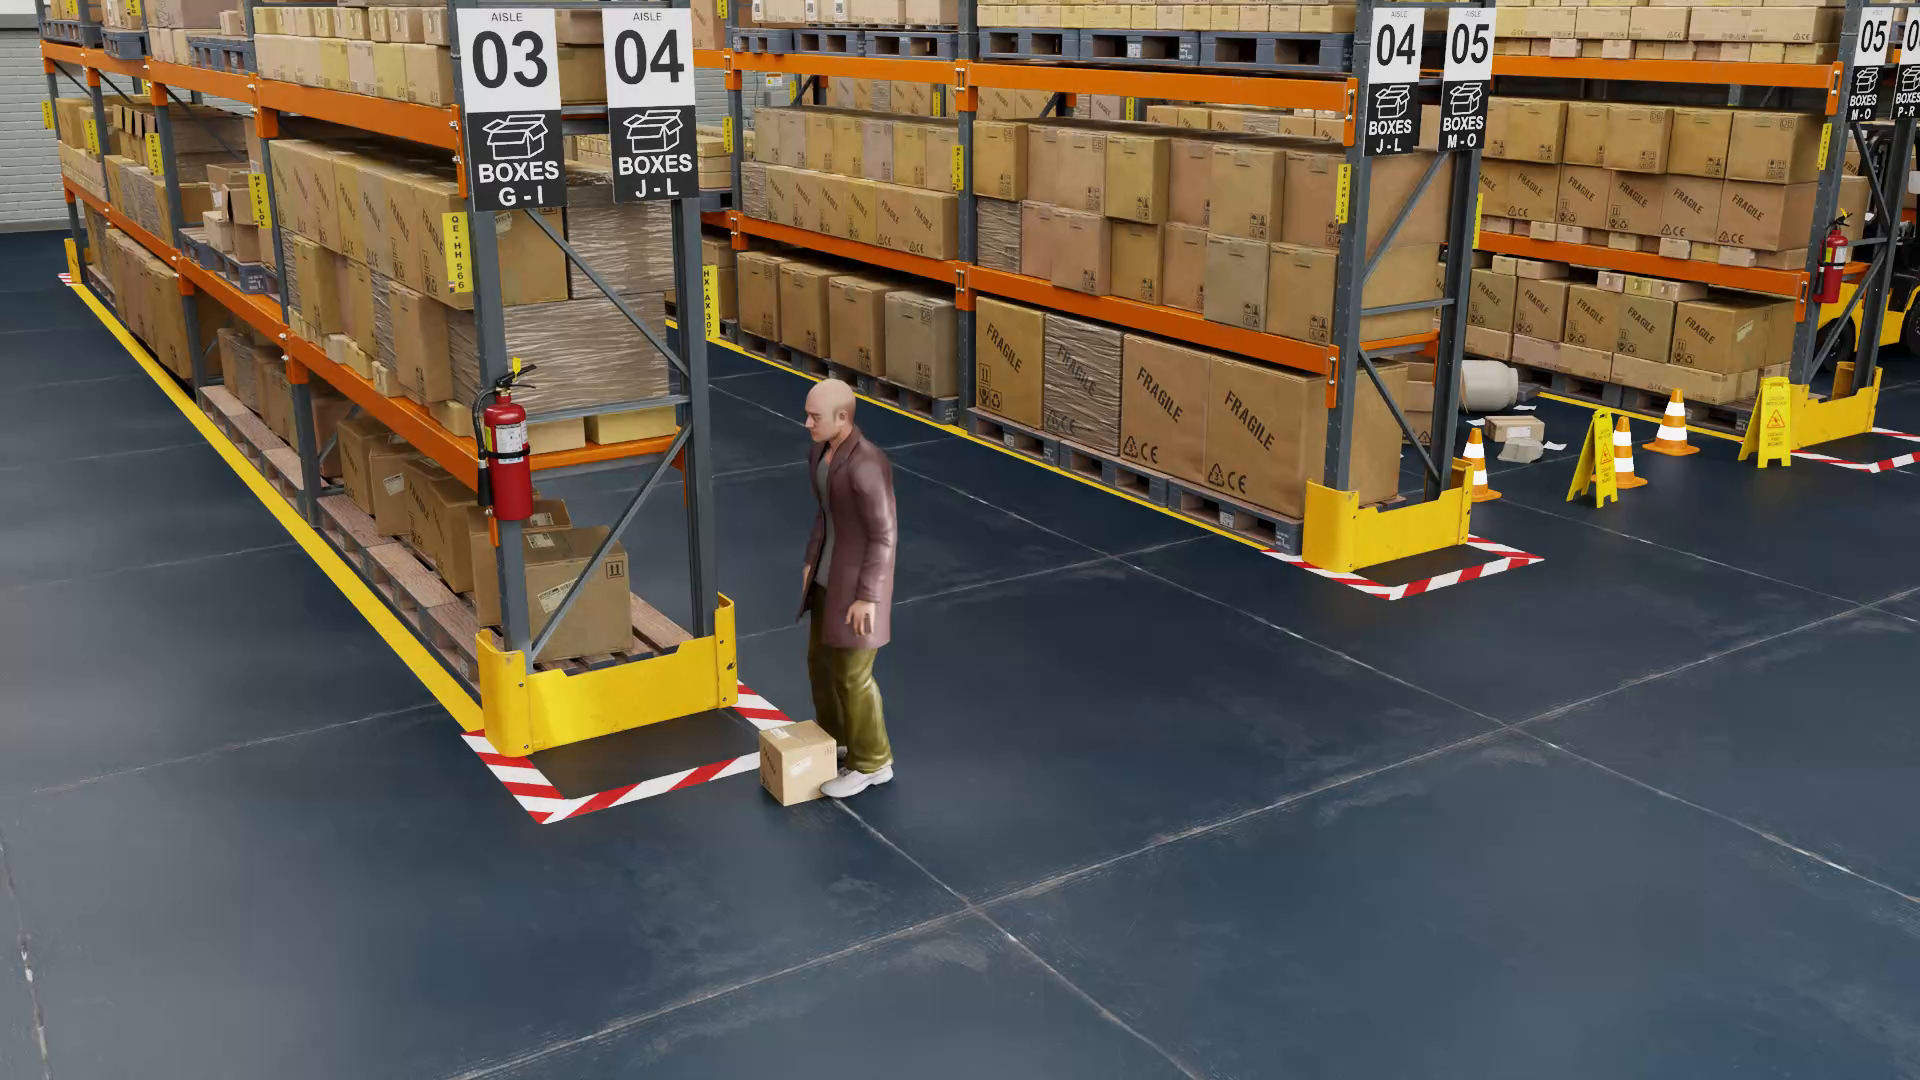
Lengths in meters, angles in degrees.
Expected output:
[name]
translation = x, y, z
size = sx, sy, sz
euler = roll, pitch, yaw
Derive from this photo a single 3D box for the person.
[person]
translation = -0.490, 0.185, 7.004
size = 0.428, 1.773, 0.642
euler = -9, 20, -27
